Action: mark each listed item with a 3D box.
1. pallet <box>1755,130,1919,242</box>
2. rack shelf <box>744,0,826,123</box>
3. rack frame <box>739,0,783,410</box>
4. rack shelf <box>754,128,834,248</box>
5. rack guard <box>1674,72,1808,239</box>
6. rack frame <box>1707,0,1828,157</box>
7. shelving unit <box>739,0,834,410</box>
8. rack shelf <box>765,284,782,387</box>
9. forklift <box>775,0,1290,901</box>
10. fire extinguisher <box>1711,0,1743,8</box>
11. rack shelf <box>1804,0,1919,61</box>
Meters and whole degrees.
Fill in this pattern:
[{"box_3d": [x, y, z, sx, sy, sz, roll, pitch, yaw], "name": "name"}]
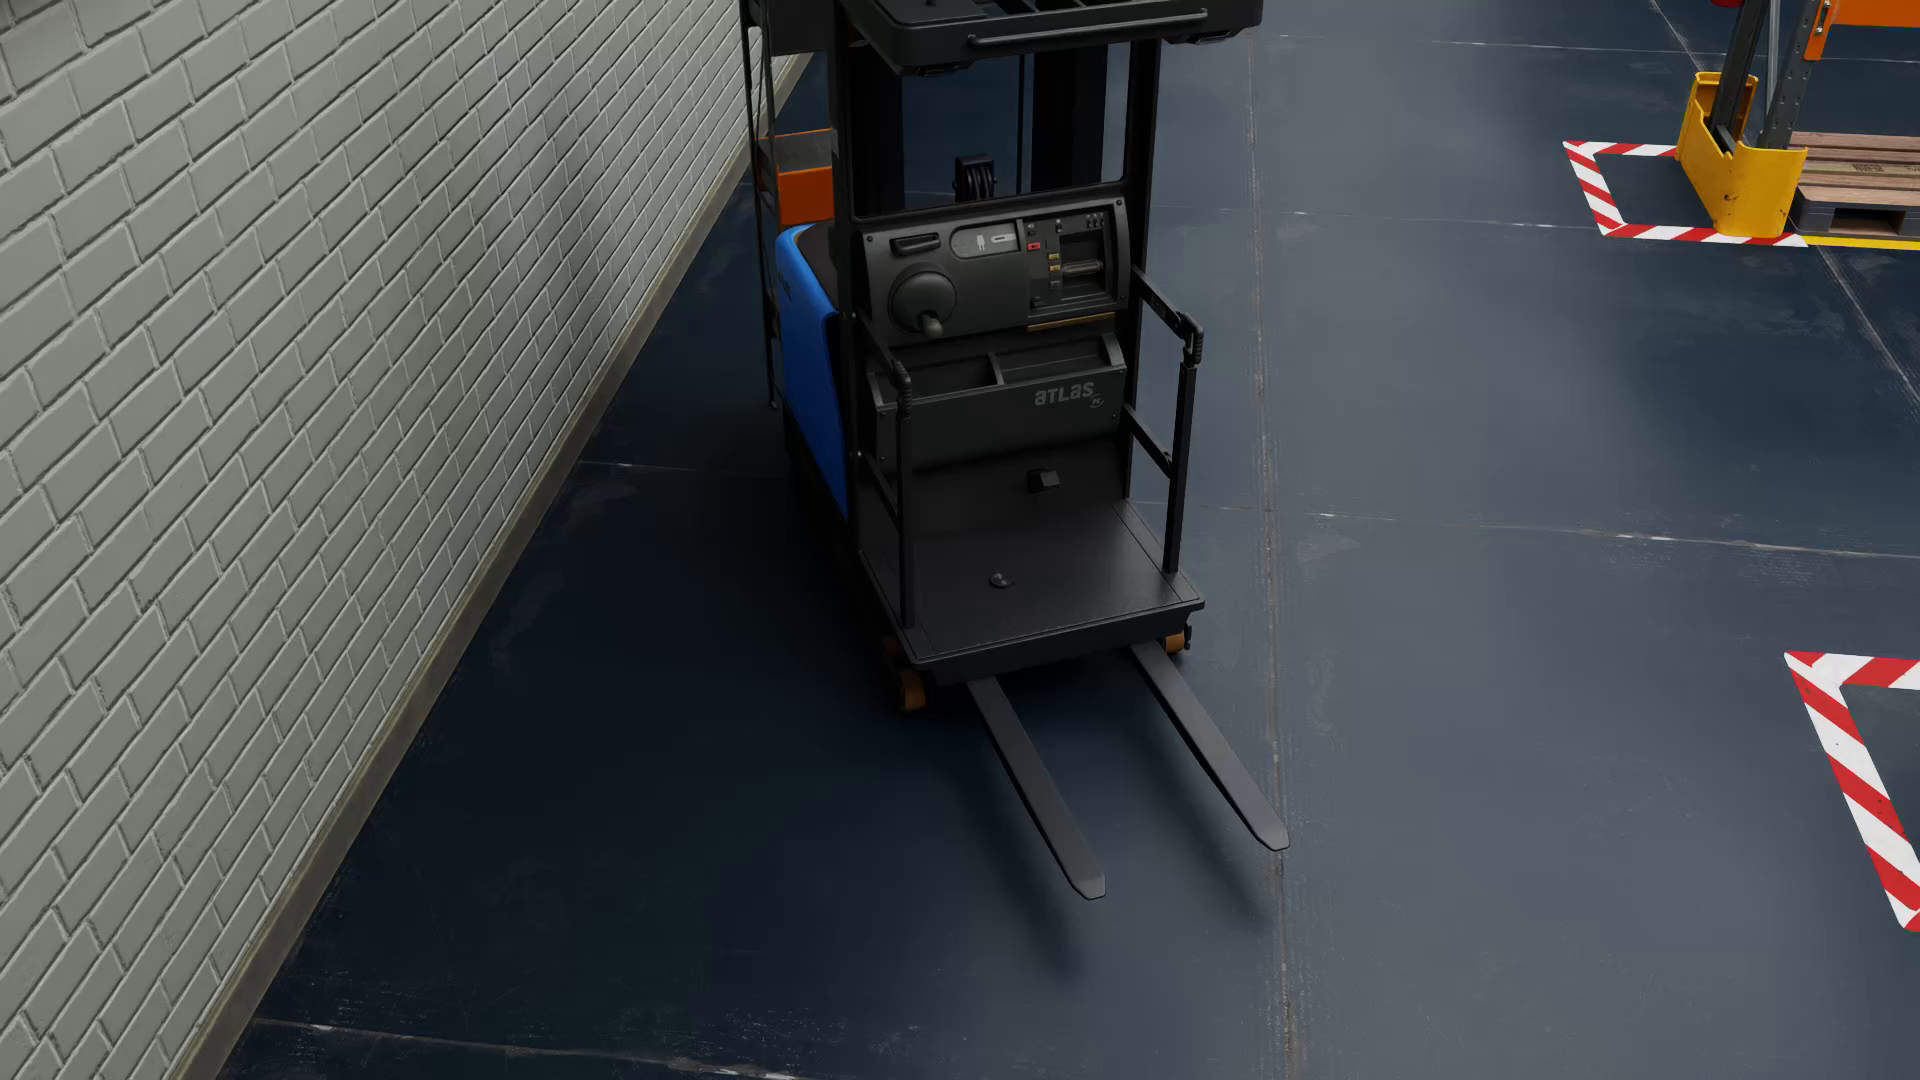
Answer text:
[{"box_3d": [5.224, -1.992, 9.359, 1.213, 0.211, 1.003, 4, 36, 6], "name": "pallet"}, {"box_3d": [-0.572, -1.995, 6.557, 0.480, 0.518, 0.431, -12, 37, -16], "name": "rack shelf"}, {"box_3d": [-0.802, -1.388, 6.888, 0.015, 2.100, 0.400, -12, 37, -16], "name": "rack frame"}, {"box_3d": [-0.572, -1.426, 6.964, 0.480, 0.518, 0.431, -12, 37, -16], "name": "rack shelf"}, {"box_3d": [4.385, -2.187, 9.384, 0.348, 0.500, 1.175, 4, 36, 6], "name": "rack guard"}, {"box_3d": [4.411, -3.210, 8.666, 0.127, 3.000, 1.000, 4, 36, 6], "name": "rack frame"}, {"box_3d": [-0.572, -1.437, 6.956, 0.503, 2.100, 0.431, -12, 37, -16], "name": "shelving unit"}, {"box_3d": [-0.572, -0.856, 7.370, 0.480, 0.518, 0.431, -12, 37, -16], "name": "rack shelf"}, {"box_3d": [0.202, -0.849, 5.417, 1.130, 2.935, 3.031, -11, 37, -15], "name": "forklift"}, {"box_3d": [4.319, -3.300, 9.179, 0.183, 0.674, 0.296, 4, 36, 6], "name": "fire extinguisher"}, {"box_3d": [6.395, -2.770, 8.668, 4.000, 0.370, 1.077, 4, 36, 6], "name": "rack shelf"}]
